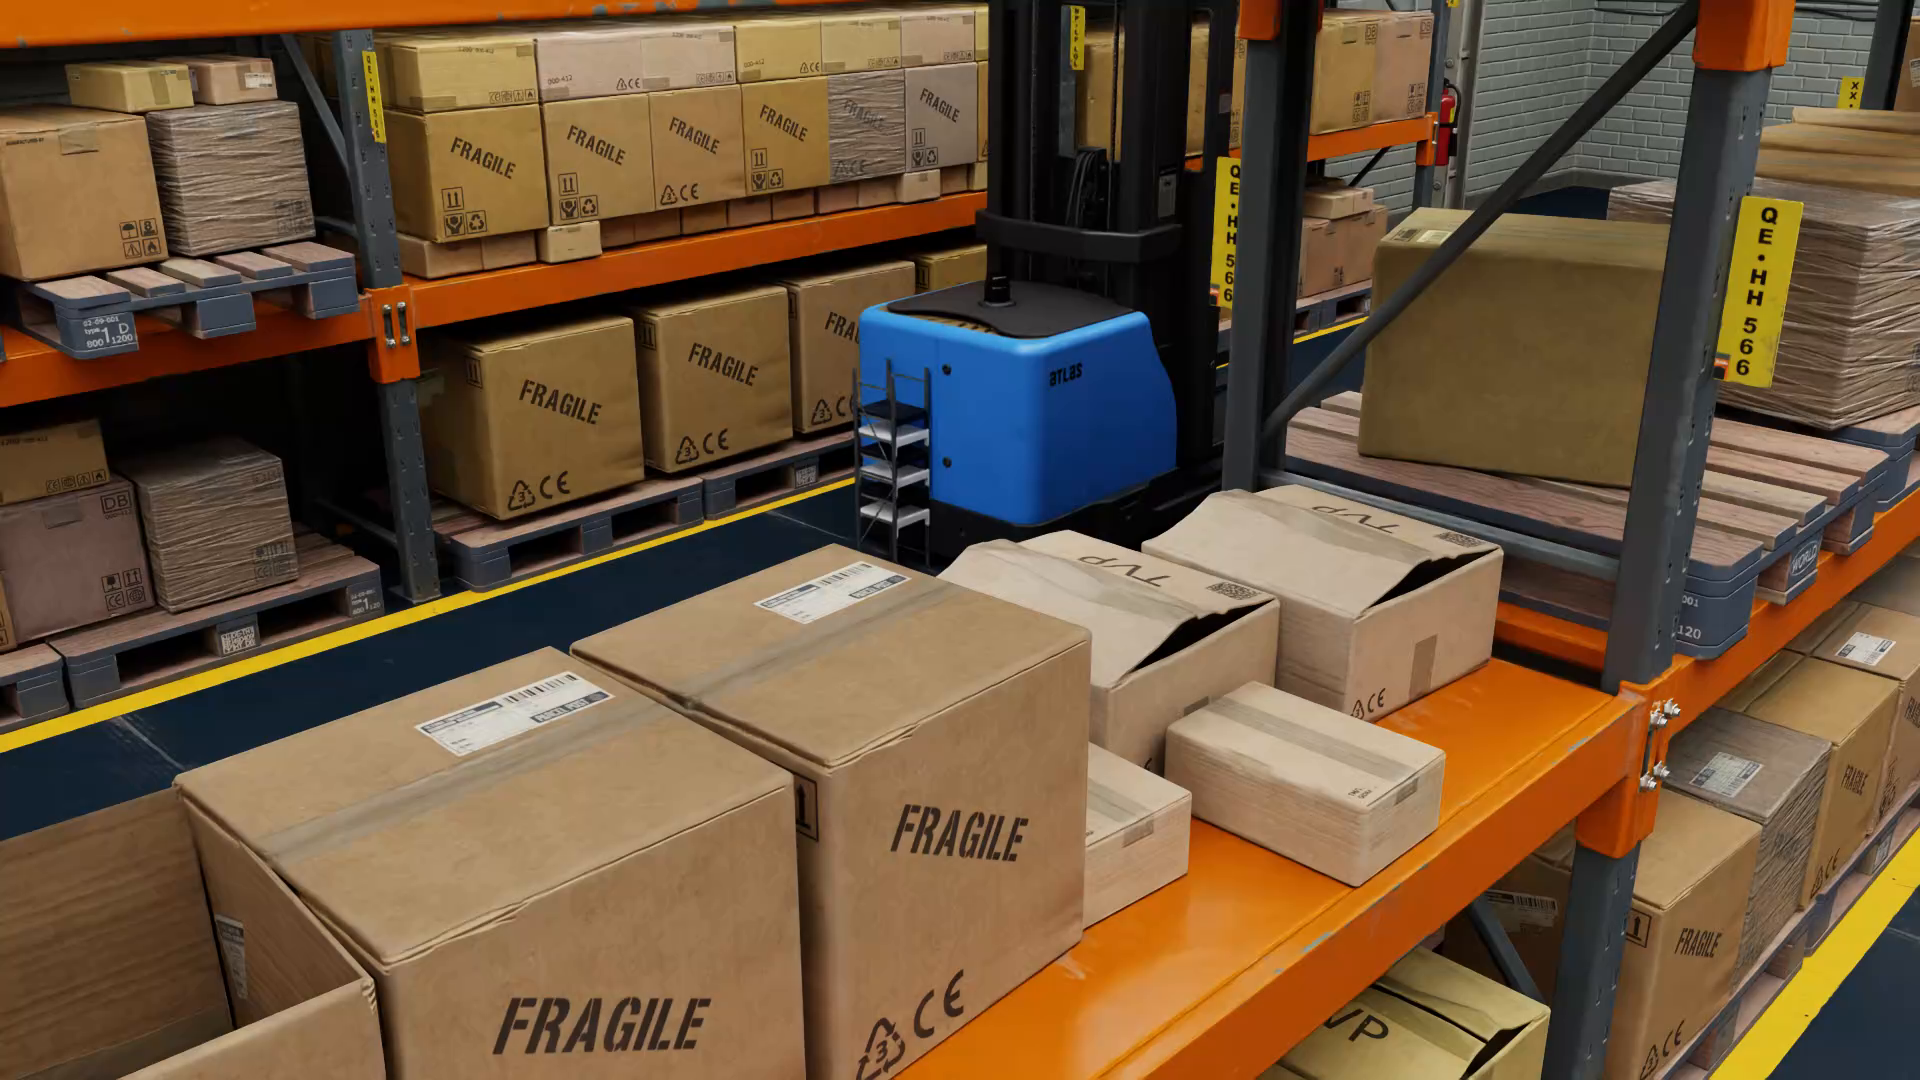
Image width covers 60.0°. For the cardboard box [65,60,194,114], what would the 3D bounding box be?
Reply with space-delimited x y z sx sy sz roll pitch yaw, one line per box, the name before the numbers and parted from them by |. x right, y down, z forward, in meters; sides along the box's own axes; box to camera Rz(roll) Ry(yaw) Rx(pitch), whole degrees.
cardboard box | -2.996 -1.639 6.001 0.380 0.149 0.250 14 25 32

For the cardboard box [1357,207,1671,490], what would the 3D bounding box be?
cardboard box | 1.347 -0.461 3.867 0.700 0.500 0.500 9 23 23

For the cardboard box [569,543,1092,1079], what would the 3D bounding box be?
cardboard box | -0.170 0.361 2.315 0.500 0.500 0.500 17 27 38

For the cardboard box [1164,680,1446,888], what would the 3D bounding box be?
cardboard box | 0.559 0.390 2.730 0.380 0.149 0.250 19 28 41

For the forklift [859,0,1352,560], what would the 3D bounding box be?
forklift | 0.896 -1.651 7.783 1.130 2.935 3.031 17 27 38

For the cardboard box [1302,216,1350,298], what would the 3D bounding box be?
cardboard box | 2.252 -2.019 11.545 0.700 0.500 0.500 19 28 40

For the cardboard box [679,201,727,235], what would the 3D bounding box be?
cardboard box | -1.290 -1.523 7.679 0.250 0.149 0.380 -20 28 -41

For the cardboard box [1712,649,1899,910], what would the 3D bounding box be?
cardboard box | 2.226 0.624 4.640 0.500 0.500 0.500 19 28 40

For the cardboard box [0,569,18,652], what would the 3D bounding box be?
cardboard box | -3.797 0.131 5.924 0.700 0.500 0.500 19 28 40

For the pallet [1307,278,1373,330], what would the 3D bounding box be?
pallet | 2.516 -1.796 11.954 1.003 0.211 1.213 19 28 41

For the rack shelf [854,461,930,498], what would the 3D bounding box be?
rack shelf | -0.290 -0.269 7.112 0.258 0.077 0.200 17 27 38

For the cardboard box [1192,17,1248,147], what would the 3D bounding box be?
cardboard box | 1.631 -2.946 10.640 0.980 0.700 0.700 18 27 38

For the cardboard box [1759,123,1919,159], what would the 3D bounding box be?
cardboard box | 2.854 -1.040 5.376 0.500 0.500 0.700 -15 26 -34

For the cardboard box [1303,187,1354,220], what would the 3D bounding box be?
cardboard box | 2.464 -2.306 11.387 0.250 0.149 0.380 -19 28 -41

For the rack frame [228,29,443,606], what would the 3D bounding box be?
rack frame | -2.563 -1.267 6.689 1.000 3.000 0.127 19 28 41

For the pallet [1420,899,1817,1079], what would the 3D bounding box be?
pallet | 1.537 1.091 4.441 1.003 0.211 1.213 19 28 41

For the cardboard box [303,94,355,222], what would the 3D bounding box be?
cardboard box | -2.422 -1.649 7.102 0.500 0.500 0.500 19 28 41

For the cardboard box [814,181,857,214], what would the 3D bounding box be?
cardboard box | -0.723 -1.714 8.174 0.380 0.149 0.250 18 28 39

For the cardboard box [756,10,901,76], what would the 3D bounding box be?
cardboard box | -0.634 -2.396 7.999 0.500 0.250 0.500 -19 28 -41

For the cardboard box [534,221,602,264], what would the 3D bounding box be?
cardboard box | -1.739 -1.295 7.086 0.250 0.149 0.380 -19 28 -40

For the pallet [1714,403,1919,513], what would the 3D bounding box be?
pallet | 2.342 -0.439 4.804 1.003 0.211 1.213 19 28 41

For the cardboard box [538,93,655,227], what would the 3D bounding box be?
cardboard box | -1.669 -1.655 7.117 0.500 0.500 0.500 -19 28 -40

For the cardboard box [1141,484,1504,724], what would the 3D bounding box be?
cardboard box | 0.704 0.096 3.267 0.500 0.311 0.500 -18 27 -39

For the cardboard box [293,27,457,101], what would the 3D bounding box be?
cardboard box | -2.432 -1.993 6.952 0.500 0.250 0.500 -19 28 -41

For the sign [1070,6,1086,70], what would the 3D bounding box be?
sign | 0.623 -2.665 8.824 0.100 0.325 0.005 19 28 41

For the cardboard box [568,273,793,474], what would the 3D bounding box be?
cardboard box | -1.340 -0.839 7.988 0.750 0.750 0.750 19 28 40

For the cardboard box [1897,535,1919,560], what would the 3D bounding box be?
cardboard box | 3.290 0.229 5.669 0.500 0.500 0.500 19 28 41

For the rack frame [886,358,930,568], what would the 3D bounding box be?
rack frame | -0.223 -0.327 7.172 0.240 0.900 0.006 17 27 38

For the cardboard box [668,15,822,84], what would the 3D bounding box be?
cardboard box | -0.989 -2.264 7.658 0.500 0.250 0.500 19 28 40

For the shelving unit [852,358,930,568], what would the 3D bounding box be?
shelving unit | -0.290 -0.300 7.100 0.258 0.900 0.210 17 27 38

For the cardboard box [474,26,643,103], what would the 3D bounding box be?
cardboard box | -1.687 -2.002 6.975 0.500 0.250 0.500 19 28 40

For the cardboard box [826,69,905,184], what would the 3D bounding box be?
cardboard box | -0.619 -2.047 8.139 0.500 0.500 0.500 19 28 41

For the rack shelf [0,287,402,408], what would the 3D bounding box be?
rack shelf | -3.958 -0.417 5.481 1.077 0.370 4.000 19 28 41

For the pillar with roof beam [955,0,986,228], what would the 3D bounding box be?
pillar with roof beam | 3.181 -4.414 6.516 9.100 9.000 0.400 19 28 41

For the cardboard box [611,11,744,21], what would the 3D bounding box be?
cardboard box | -1.353 -2.387 7.978 0.500 0.250 0.500 18 28 39

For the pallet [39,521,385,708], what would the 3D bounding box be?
pallet | -3.109 0.235 6.668 1.003 0.211 1.213 19 28 41

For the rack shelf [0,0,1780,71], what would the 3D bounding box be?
rack shelf | -0.406 -0.578 1.719 1.077 0.370 4.000 19 28 41

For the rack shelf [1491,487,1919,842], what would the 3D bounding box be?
rack shelf | 2.384 -0.206 4.933 1.077 0.370 4.000 19 28 41

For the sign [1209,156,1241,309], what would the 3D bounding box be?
sign | 0.594 -0.665 3.620 0.100 0.325 0.005 19 28 41

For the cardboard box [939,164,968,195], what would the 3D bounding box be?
cardboard box | -0.178 -1.903 8.667 0.250 0.149 0.380 -19 28 -40

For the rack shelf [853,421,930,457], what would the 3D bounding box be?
rack shelf | -0.290 -0.437 7.048 0.258 0.077 0.200 17 27 38

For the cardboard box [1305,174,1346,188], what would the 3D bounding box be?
cardboard box | 2.545 -2.532 11.977 0.380 0.149 0.250 20 28 41

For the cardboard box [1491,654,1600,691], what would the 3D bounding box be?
cardboard box | 1.509 0.269 4.520 0.500 0.250 0.500 -19 28 -40

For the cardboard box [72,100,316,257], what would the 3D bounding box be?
cardboard box | -2.884 -1.395 6.271 0.700 0.500 0.500 15 26 35
